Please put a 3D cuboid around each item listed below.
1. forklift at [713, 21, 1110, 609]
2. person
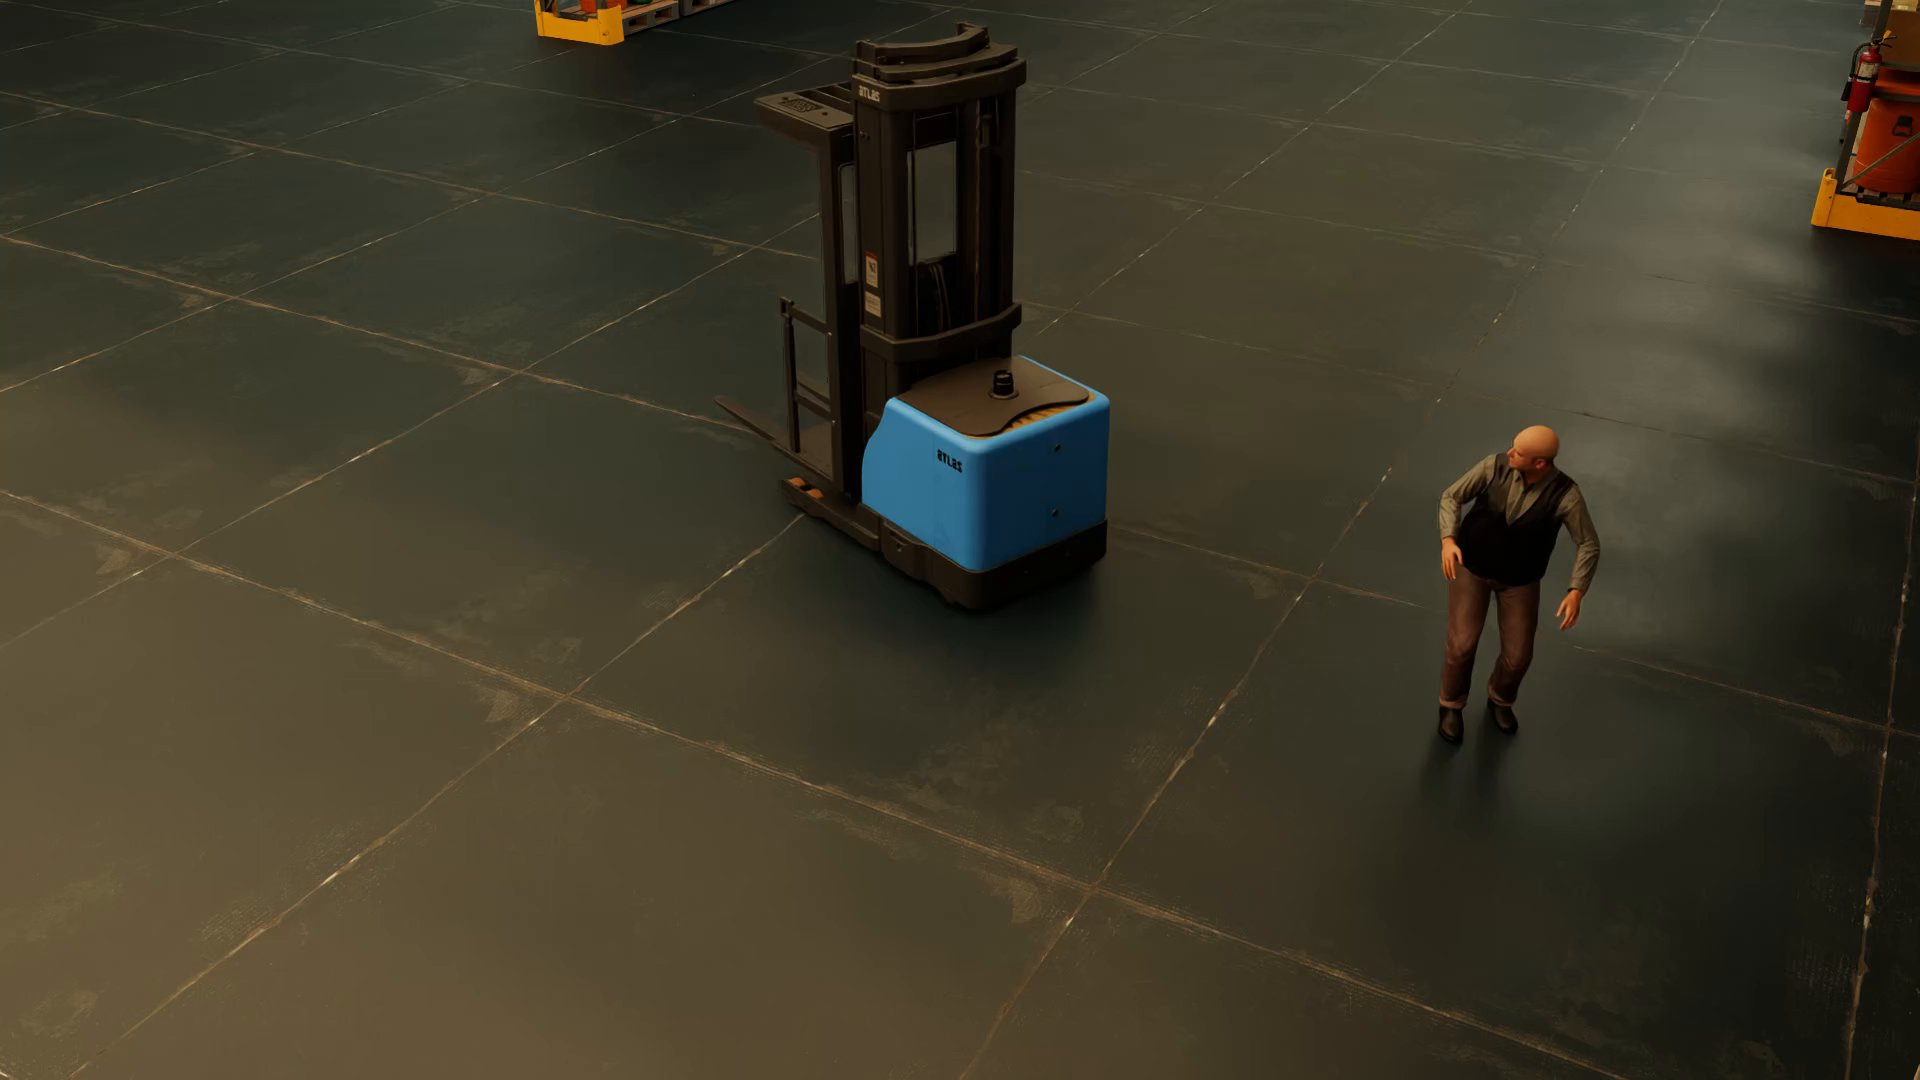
[{"bbox_3d":[-0.461,-1.556,9.766,1.130,2.935,3.031,-22,37,-33],"label":"forklift"},{"bbox_3d":[2.643,0.199,8.012,0.753,1.676,0.524,11,32,18],"label":"person"}]
